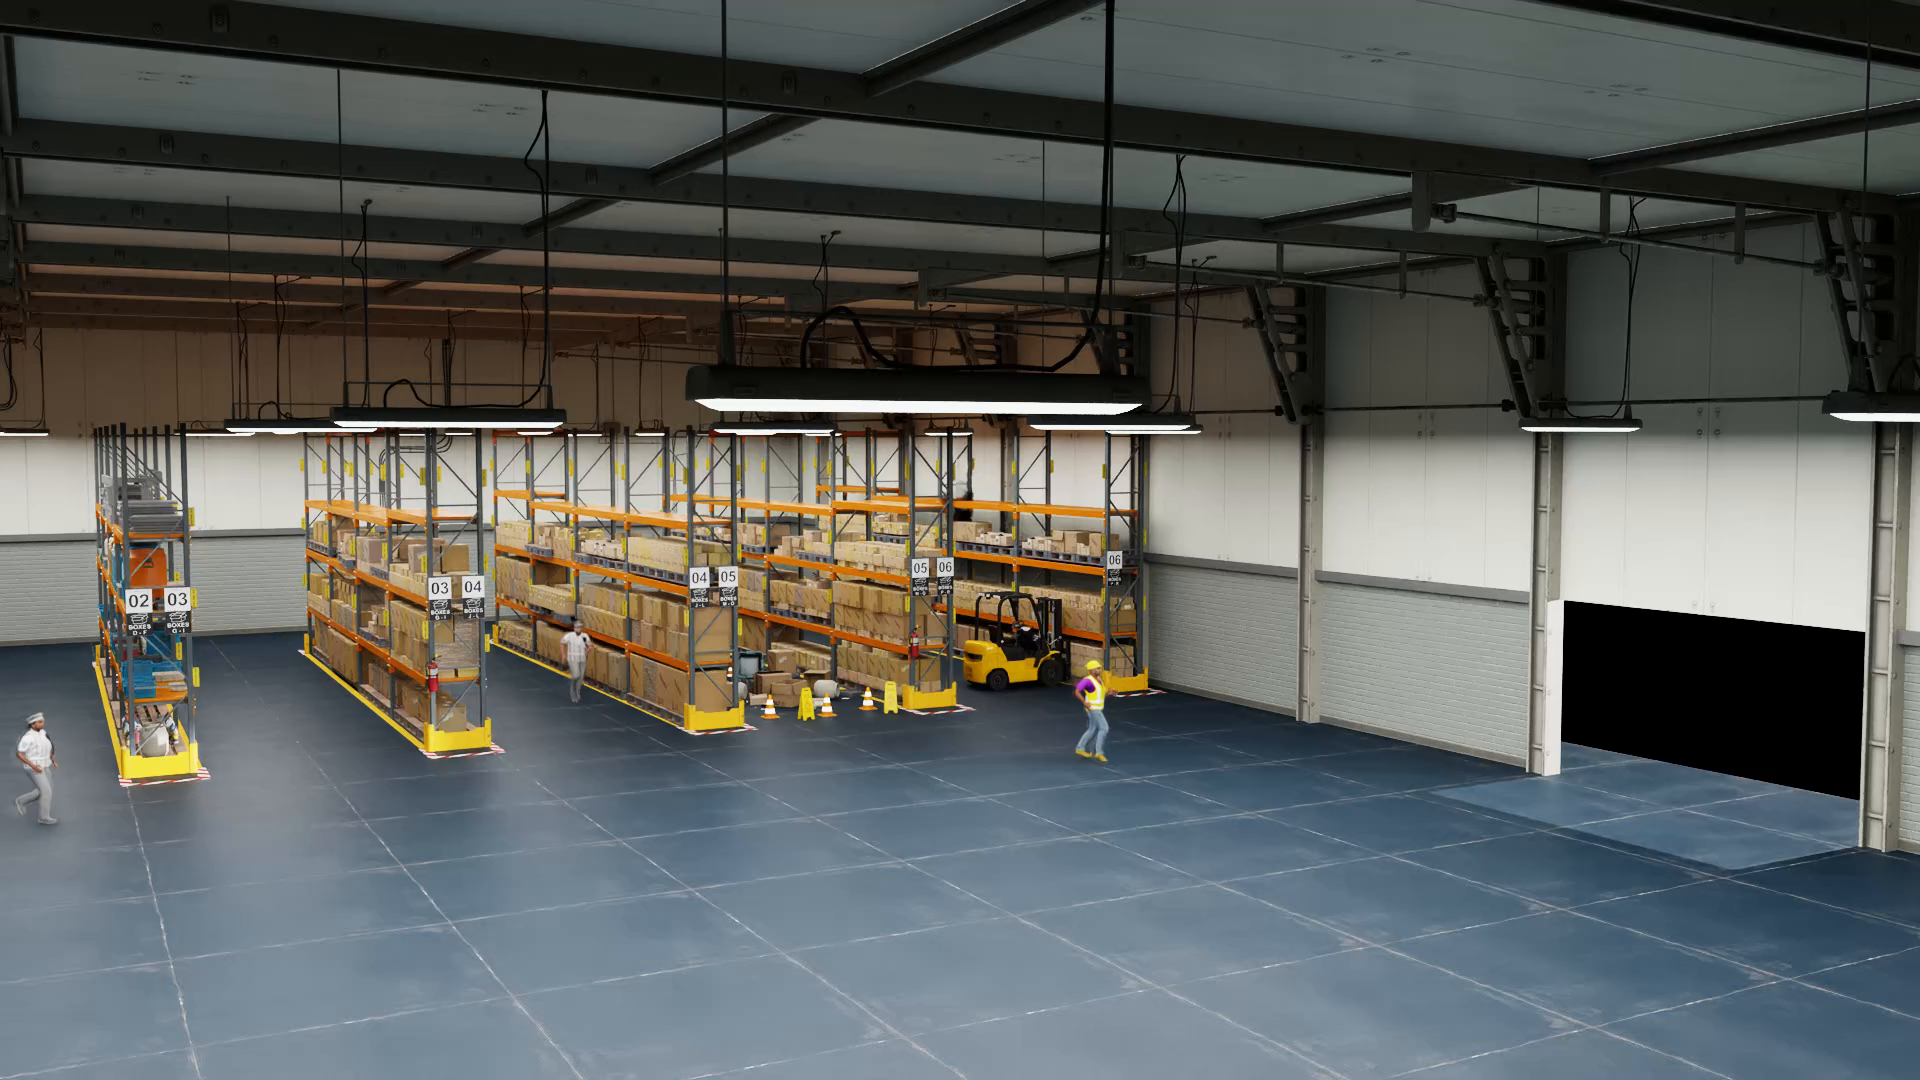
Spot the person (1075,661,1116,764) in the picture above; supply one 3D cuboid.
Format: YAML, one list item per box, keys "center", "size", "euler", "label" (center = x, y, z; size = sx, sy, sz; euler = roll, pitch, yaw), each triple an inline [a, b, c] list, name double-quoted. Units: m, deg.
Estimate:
- center: [2.395, 3.052, 29.550]
  size: [0.720, 1.823, 0.674]
  euler: [1, 4, 17]
  label: "person"

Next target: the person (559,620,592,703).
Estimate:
- center: [-8.346, 2.655, 36.296]
  size: [0.627, 1.810, 0.826]
  euler: [-2, 4, -36]
  label: "person"

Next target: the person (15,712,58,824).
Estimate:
- center: [-13.806, 3.391, 24.778]
  size: [0.700, 1.664, 0.609]
  euler: [0, 3, 3]
  label: "person"
